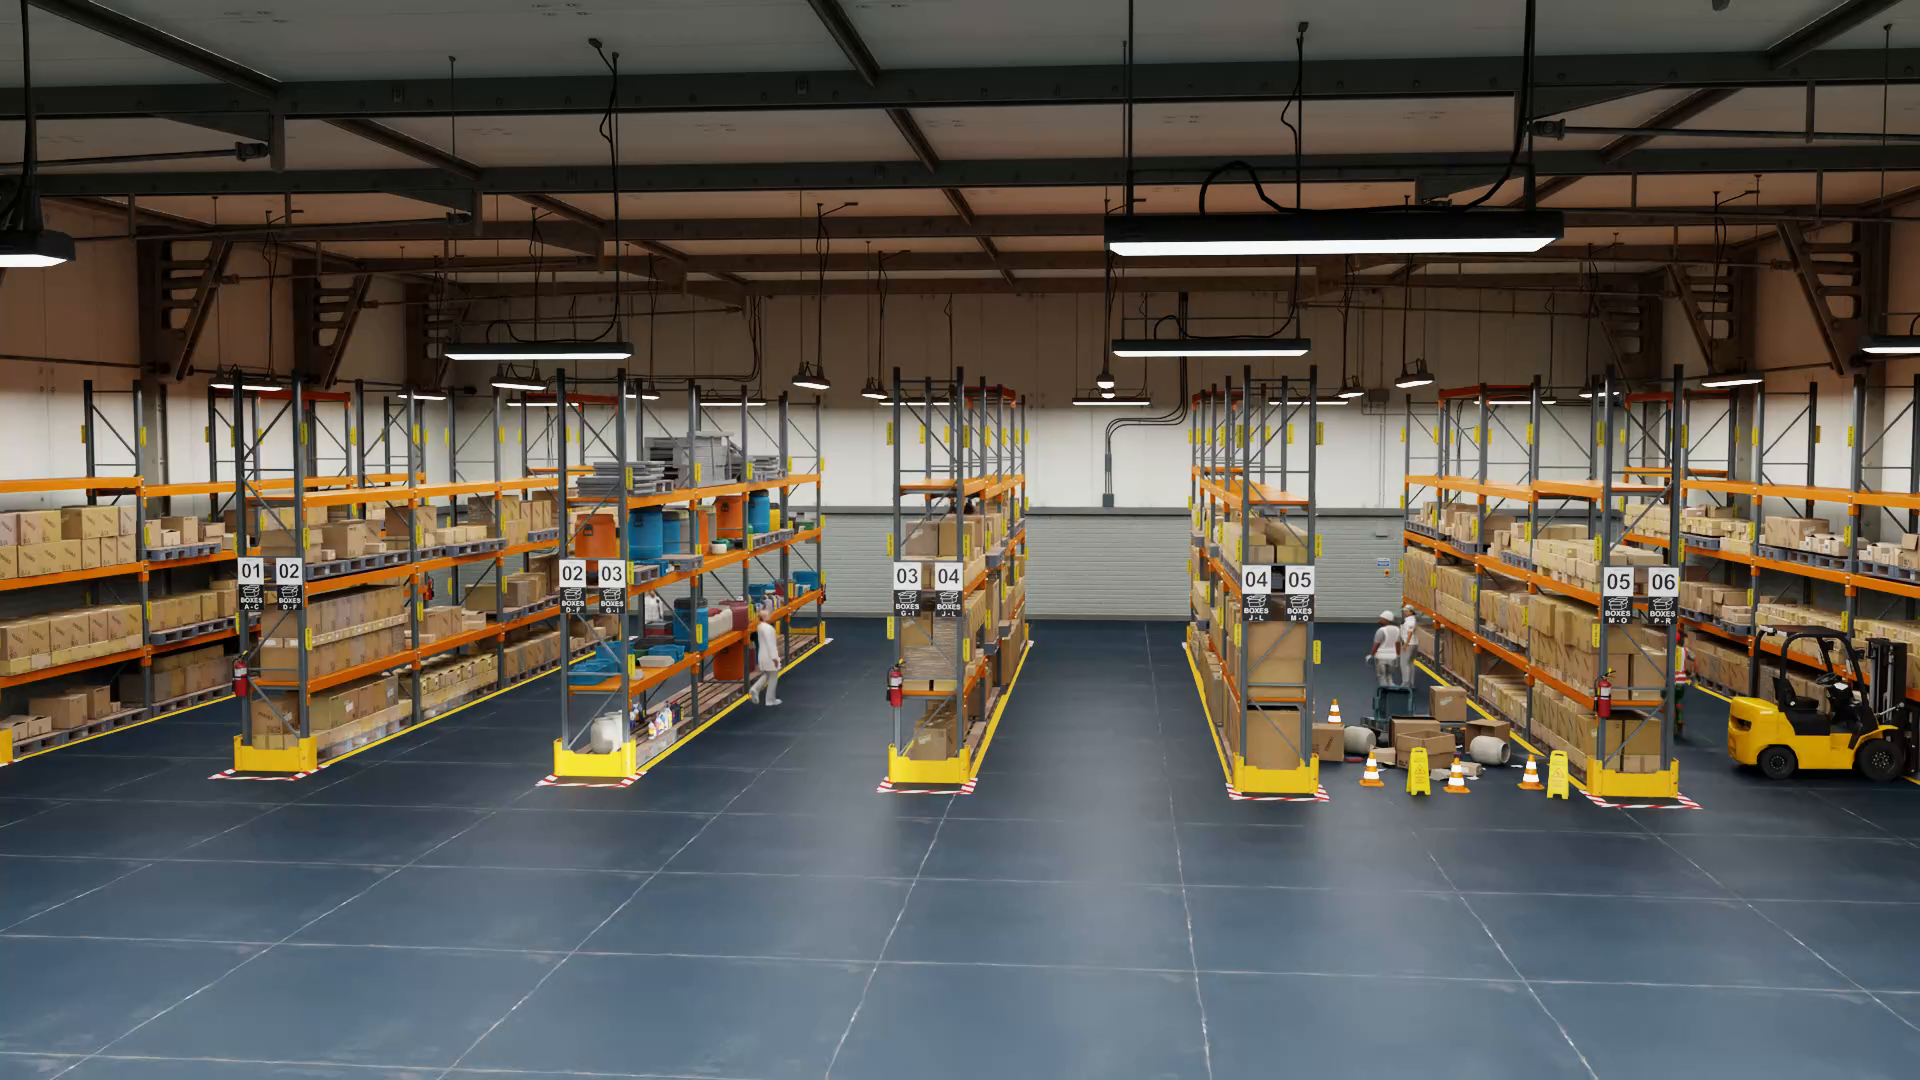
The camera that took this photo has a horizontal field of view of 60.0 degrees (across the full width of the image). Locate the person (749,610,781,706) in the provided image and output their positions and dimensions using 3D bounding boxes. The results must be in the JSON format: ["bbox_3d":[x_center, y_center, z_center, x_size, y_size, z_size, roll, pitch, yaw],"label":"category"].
[{"bbox_3d":[-3.565,2.160,30.532,0.663,1.763,0.577,-3,5,-44],"label":"person"}]

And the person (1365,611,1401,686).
[{"bbox_3d":[7.816,2.206,30.645,0.645,1.823,0.596,0,4,-5],"label":"person"}]

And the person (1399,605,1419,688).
[{"bbox_3d":[8.898,2.128,33.065,0.395,1.677,0.592,3,4,35],"label":"person"}]

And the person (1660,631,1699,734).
[{"bbox_3d":[12.056,2.393,28.050,0.762,1.747,0.600,1,4,9],"label":"person"}]

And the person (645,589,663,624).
[{"bbox_3d":[-6.965,1.823,37.707,0.454,1.650,0.707,0,4,3],"label":"person"}]
